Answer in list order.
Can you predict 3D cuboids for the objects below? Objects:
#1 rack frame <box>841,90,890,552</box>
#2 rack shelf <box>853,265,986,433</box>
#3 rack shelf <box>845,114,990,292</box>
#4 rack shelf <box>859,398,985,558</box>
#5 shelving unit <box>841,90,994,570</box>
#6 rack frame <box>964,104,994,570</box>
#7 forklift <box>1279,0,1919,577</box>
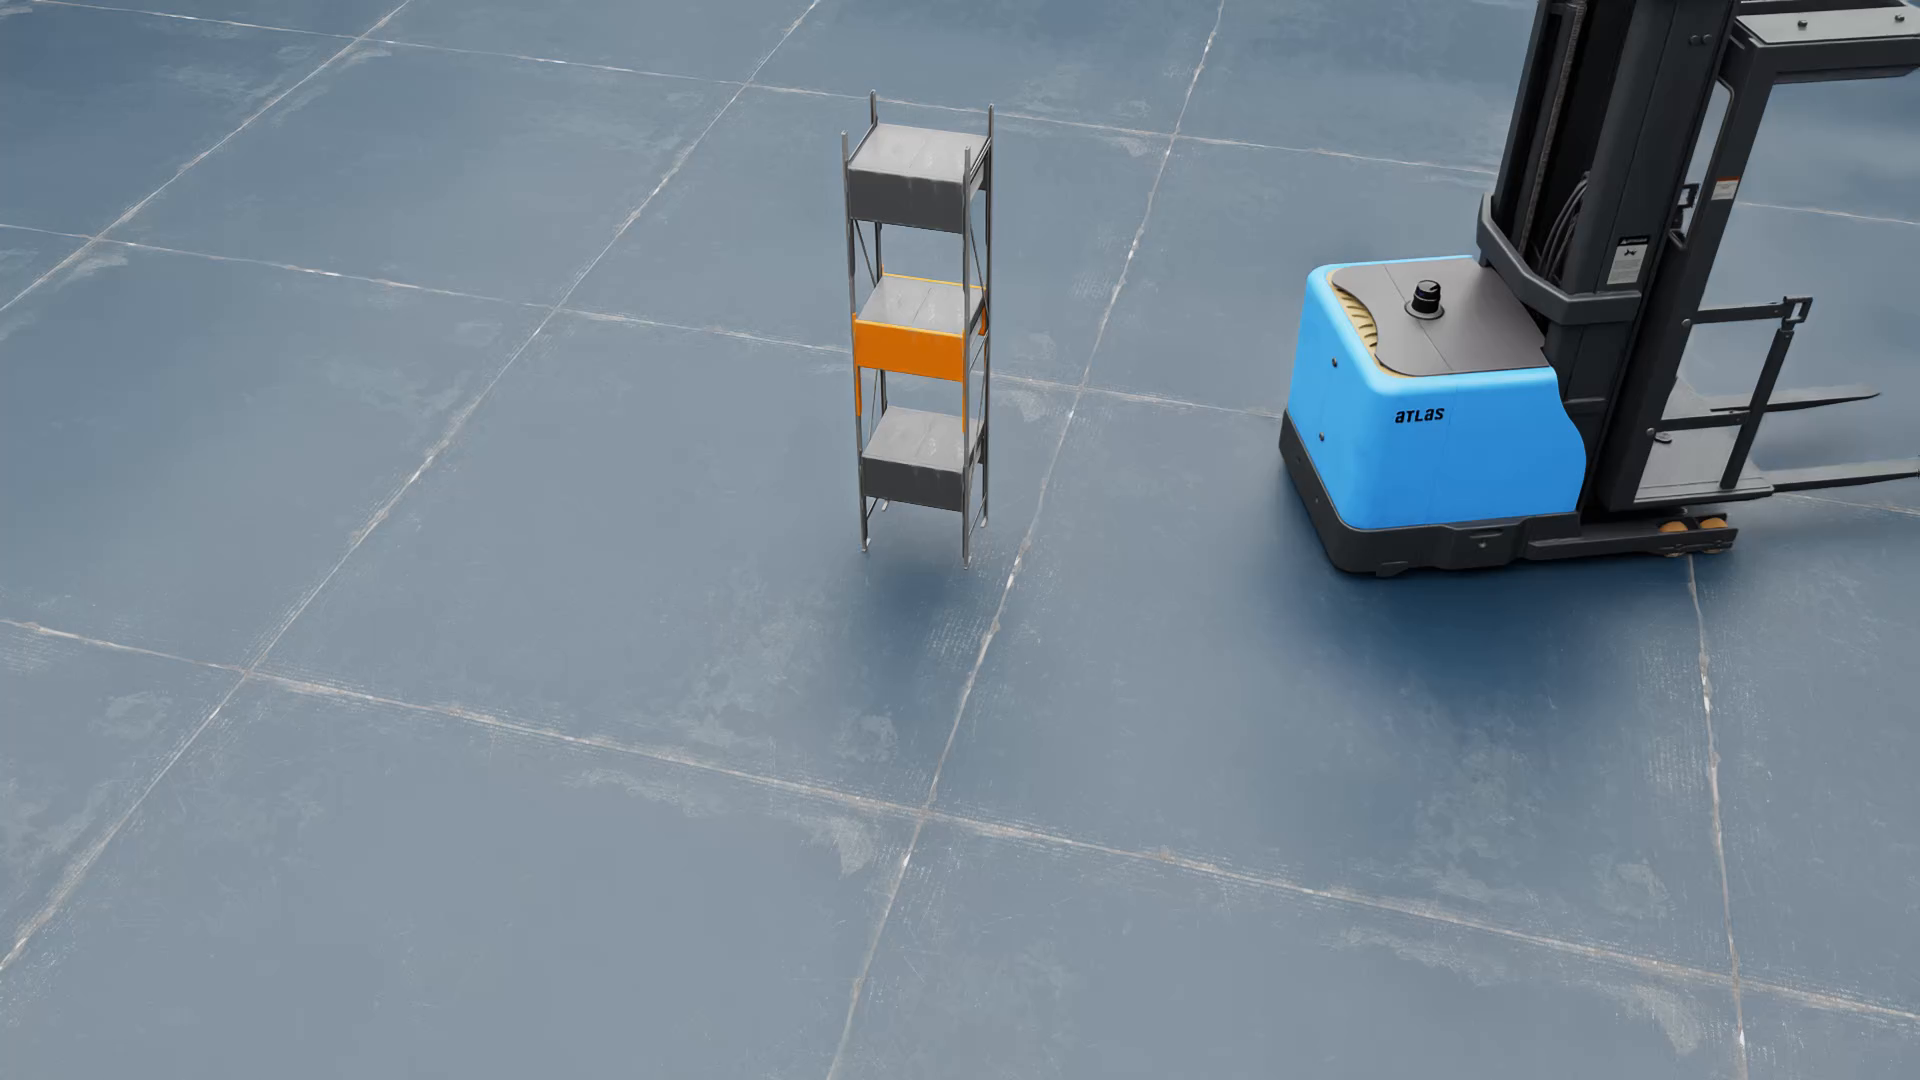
[{"bbox_3d":[-0.396,-0.872,7.180,0.015,2.100,0.400,10,41,11],"label":"rack frame"},{"bbox_3d":[-0.160,-0.821,7.141,0.480,0.518,0.431,10,41,11],"label":"rack shelf"},{"bbox_3d":[-0.160,-1.357,6.691,0.480,0.518,0.431,10,41,11],"label":"rack shelf"},{"bbox_3d":[-0.160,-0.285,7.591,0.480,0.518,0.431,10,41,11],"label":"rack shelf"},{"bbox_3d":[-0.160,-0.832,7.132,0.503,2.100,0.431,10,41,11],"label":"shelving unit"},{"bbox_3d":[0.076,-0.791,7.084,0.015,2.100,0.400,10,41,11],"label":"rack frame"},{"bbox_3d":[3.131,-1.377,7.135,3.031,2.935,1.130,-5,40,-6],"label":"forklift"}]
